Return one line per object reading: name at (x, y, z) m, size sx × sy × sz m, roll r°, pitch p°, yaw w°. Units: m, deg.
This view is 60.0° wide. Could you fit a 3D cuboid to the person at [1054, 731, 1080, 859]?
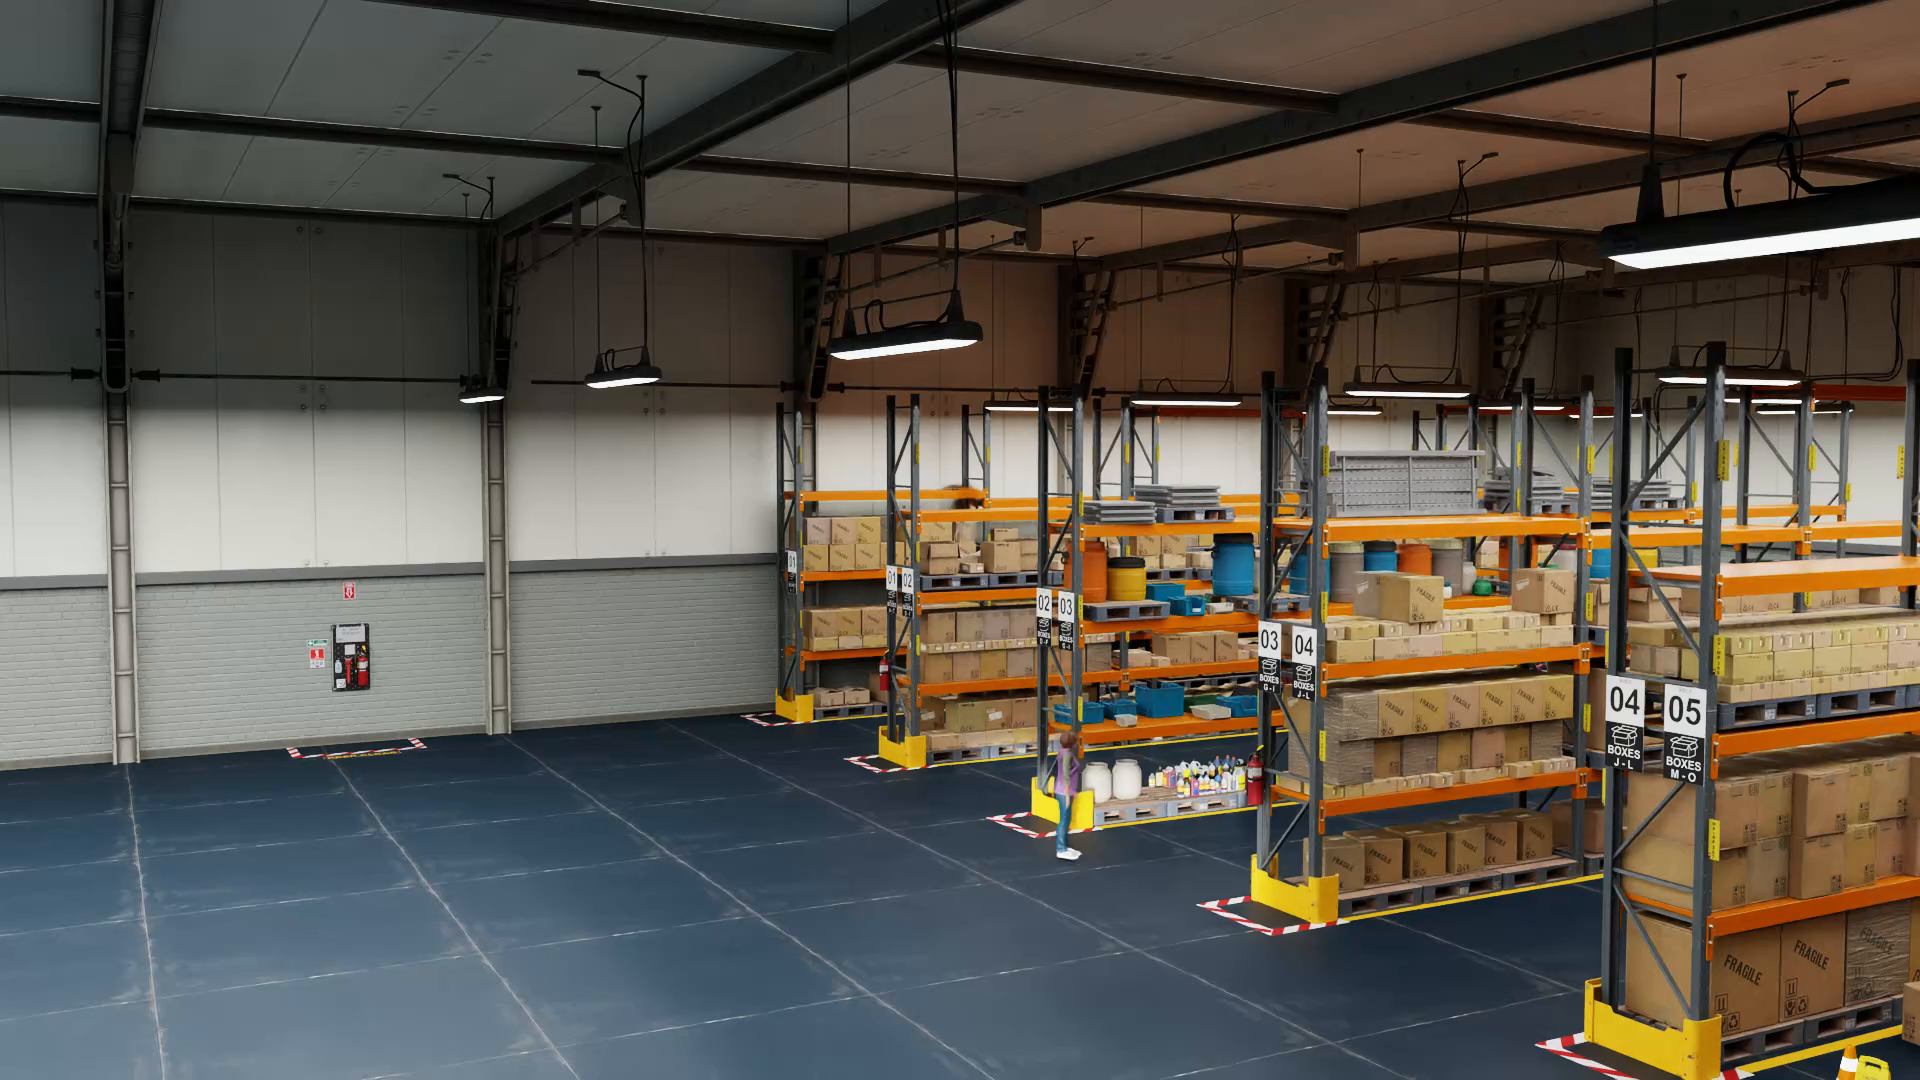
person at (1.342, 3.177, 20.785) m, size 0.335 × 1.605 × 0.419 m, roll 0°, pitch 3°, yaw 5°
